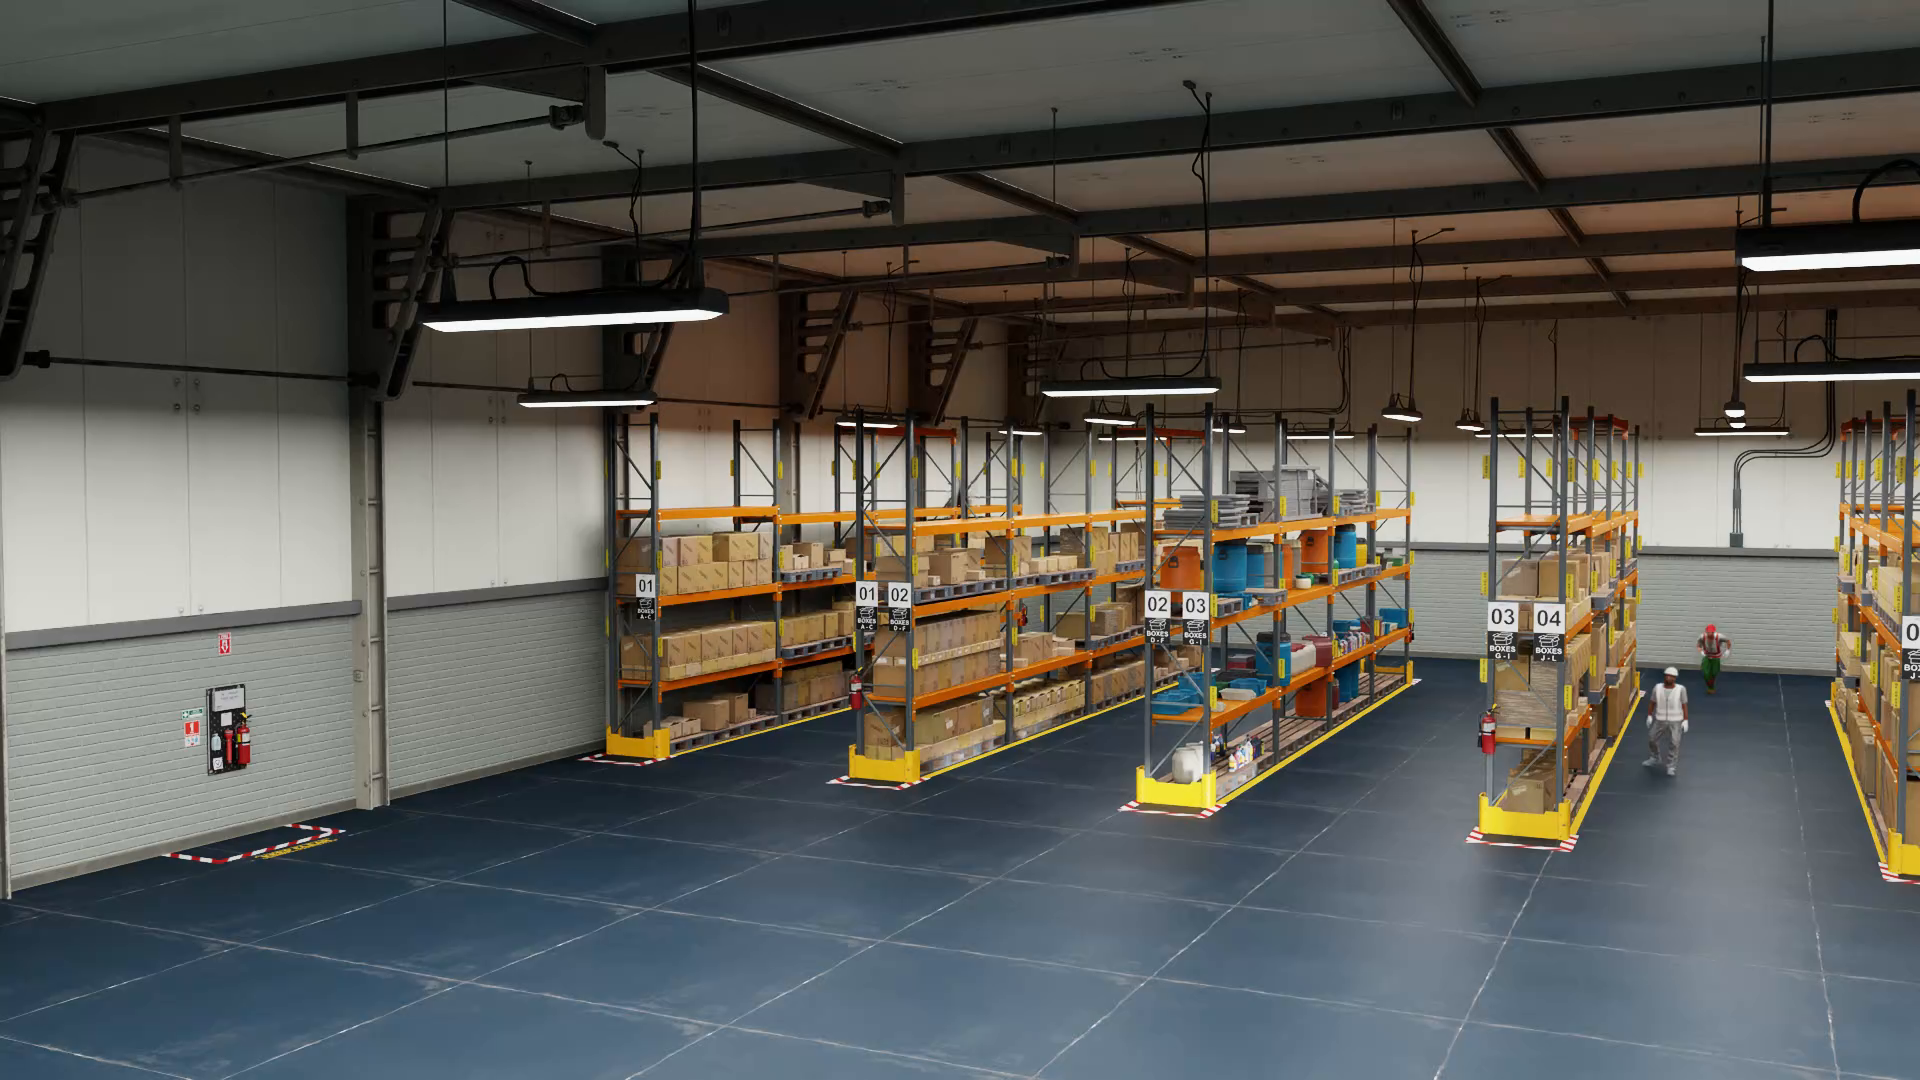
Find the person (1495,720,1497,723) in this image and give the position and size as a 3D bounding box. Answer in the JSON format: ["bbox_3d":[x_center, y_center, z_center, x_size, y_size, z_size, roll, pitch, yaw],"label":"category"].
[{"bbox_3d":[10.830,2.868,33.094,0.606,1.513,1.042,2,3,37],"label":"person"}]

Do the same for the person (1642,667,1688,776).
[{"bbox_3d":[11.629,2.968,27.455,0.767,1.761,0.621,2,3,38],"label":"person"}]

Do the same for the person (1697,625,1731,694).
[{"bbox_3d":[16.779,2.657,37.057,0.668,1.587,0.853,1,3,29],"label":"person"}]
